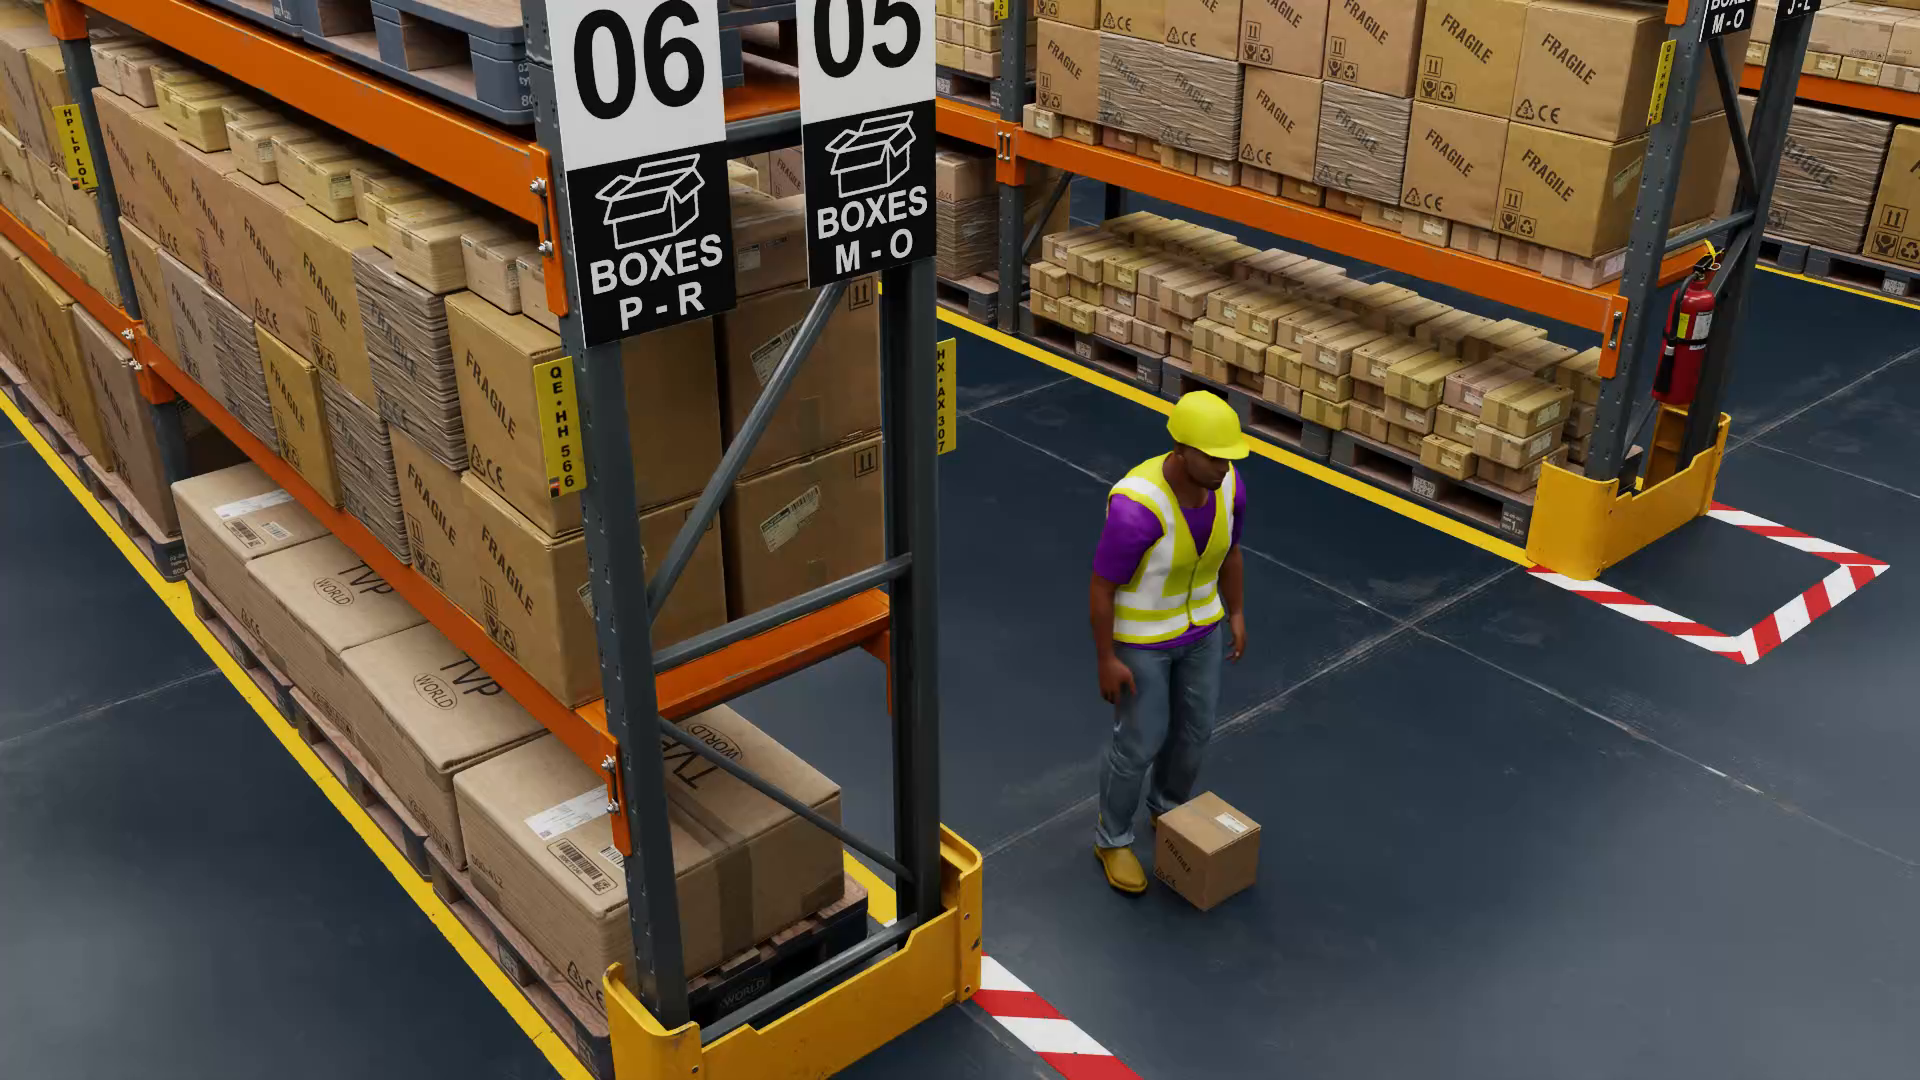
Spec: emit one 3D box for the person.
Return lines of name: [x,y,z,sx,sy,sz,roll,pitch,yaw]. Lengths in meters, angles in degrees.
person: [0.701,0.318,5.508,0.628,1.757,0.457,-18,33,-30]
